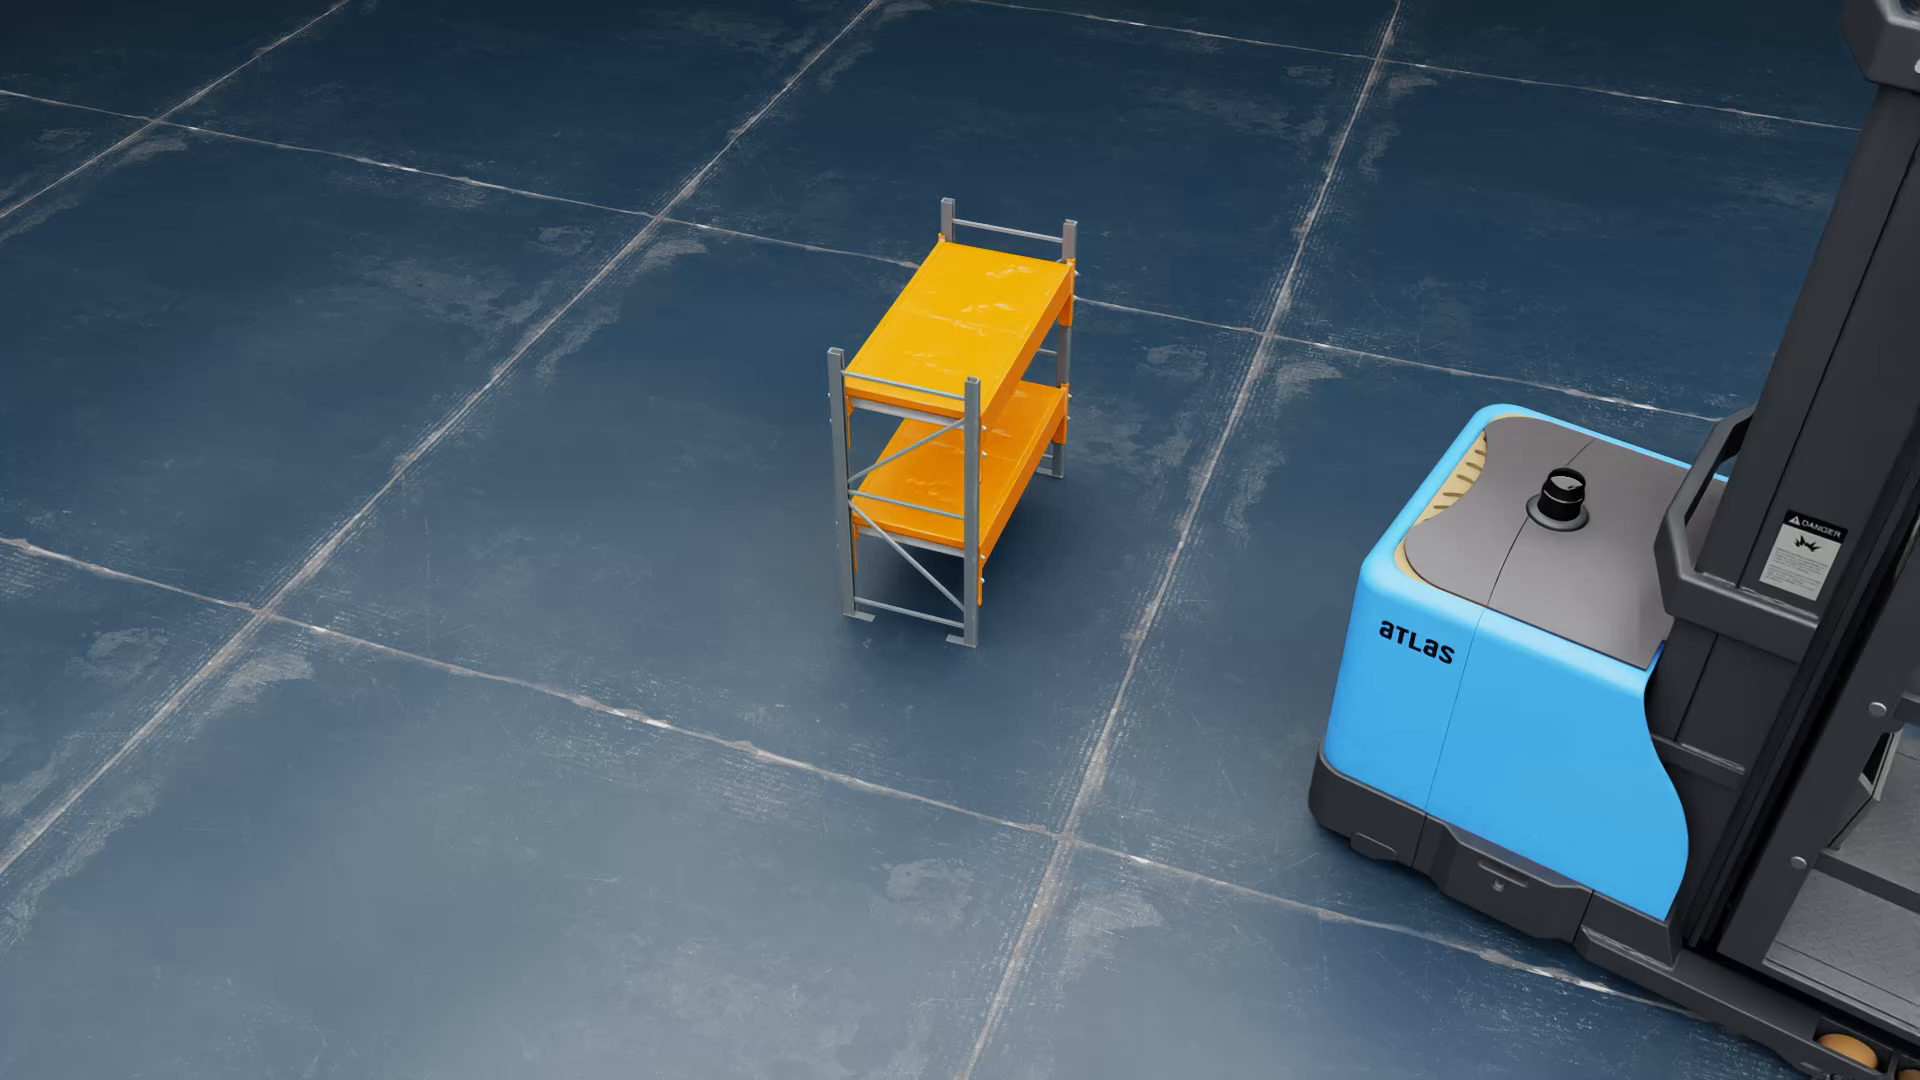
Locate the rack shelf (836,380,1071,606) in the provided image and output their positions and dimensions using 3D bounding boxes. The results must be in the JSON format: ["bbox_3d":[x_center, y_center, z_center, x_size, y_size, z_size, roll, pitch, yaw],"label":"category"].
[{"bbox_3d":[-0.002,-0.238,6.039,0.538,0.278,1.000,13,42,15],"label":"rack shelf"}]

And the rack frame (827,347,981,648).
[{"bbox_3d":[-0.176,-0.114,5.517,0.500,1.125,0.032,13,42,15],"label":"rack frame"}]

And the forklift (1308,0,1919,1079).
[{"bbox_3d":[2.587,0.057,3.925,3.031,2.935,1.130,24,46,25],"label":"forklift"}]

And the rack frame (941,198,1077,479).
[{"bbox_3d":[0.172,-0.734,6.243,0.500,1.125,0.032,13,42,15],"label":"rack frame"}]

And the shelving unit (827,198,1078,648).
[{"bbox_3d":[-0.002,-0.424,5.880,0.538,1.125,1.048,13,42,15],"label":"shelving unit"}]

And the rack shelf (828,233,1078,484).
[{"bbox_3d":[-0.002,-0.646,5.690,0.538,0.278,1.000,13,42,15],"label":"rack shelf"}]
